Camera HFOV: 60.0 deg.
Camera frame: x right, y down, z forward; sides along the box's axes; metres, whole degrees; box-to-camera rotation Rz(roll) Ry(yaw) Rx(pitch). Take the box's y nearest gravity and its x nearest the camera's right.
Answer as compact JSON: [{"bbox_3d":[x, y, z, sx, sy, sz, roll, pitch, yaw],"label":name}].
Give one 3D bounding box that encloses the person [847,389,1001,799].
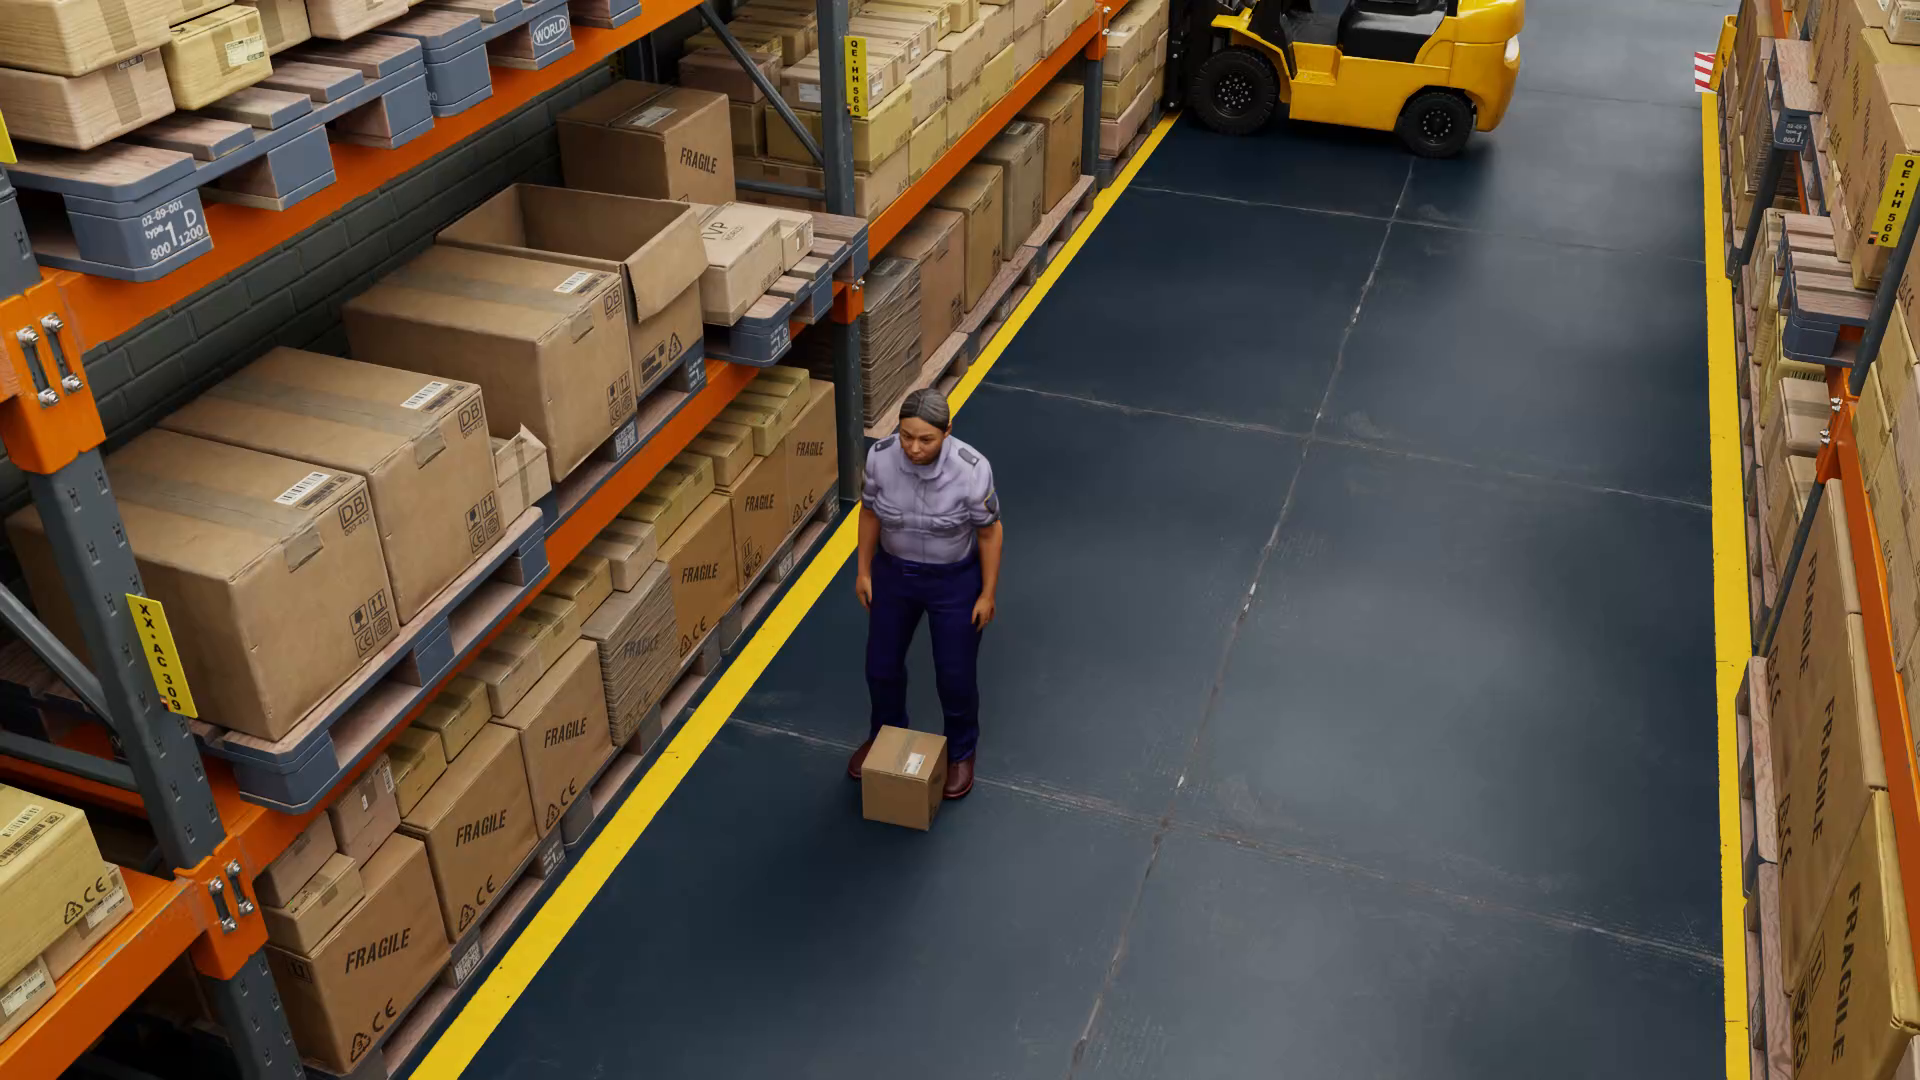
[{"bbox_3d":[-0.129,0.165,5.899,0.547,1.651,0.367,11,35,16],"label":"person"}]
